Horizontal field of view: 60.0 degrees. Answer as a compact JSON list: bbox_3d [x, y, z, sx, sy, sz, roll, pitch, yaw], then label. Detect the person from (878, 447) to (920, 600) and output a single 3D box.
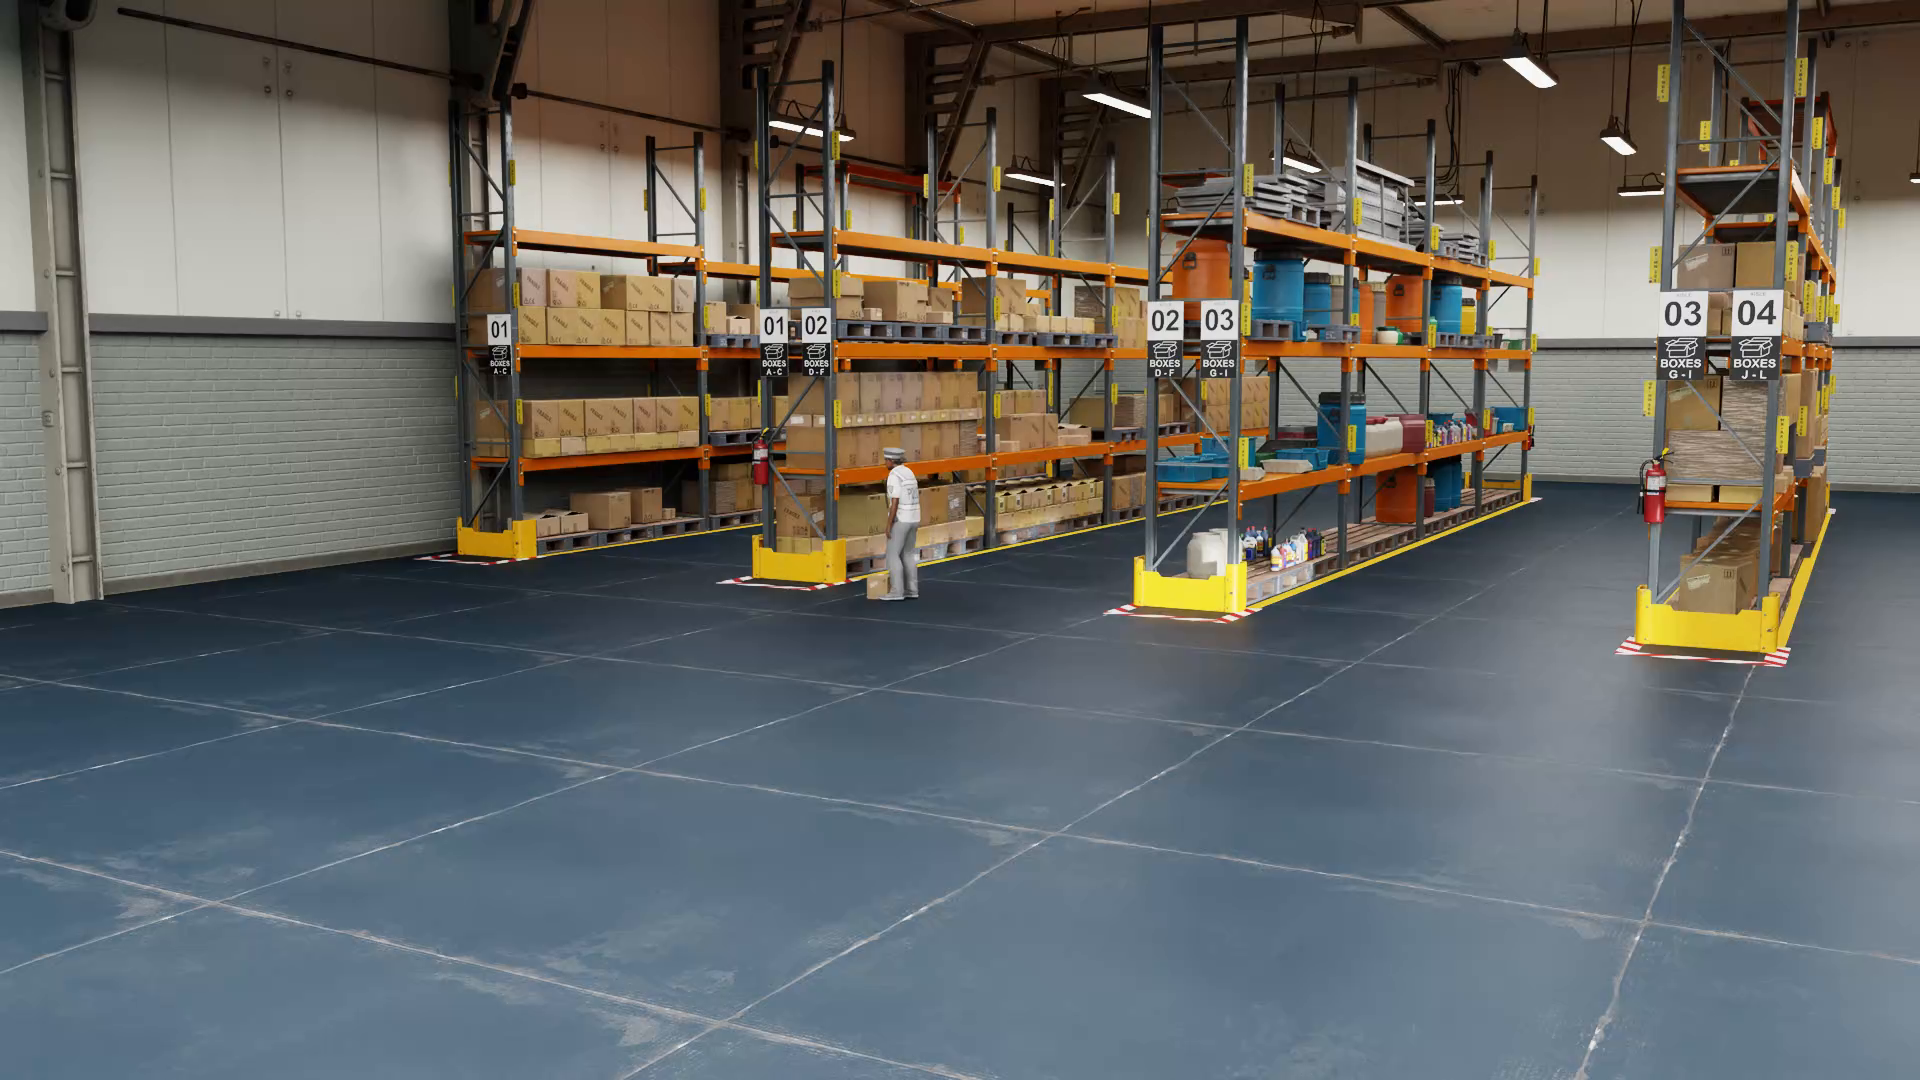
[{"bbox_3d":[-0.650,-0.177,18.043,0.417,1.659,0.521,3,7,27],"label":"person"}]
